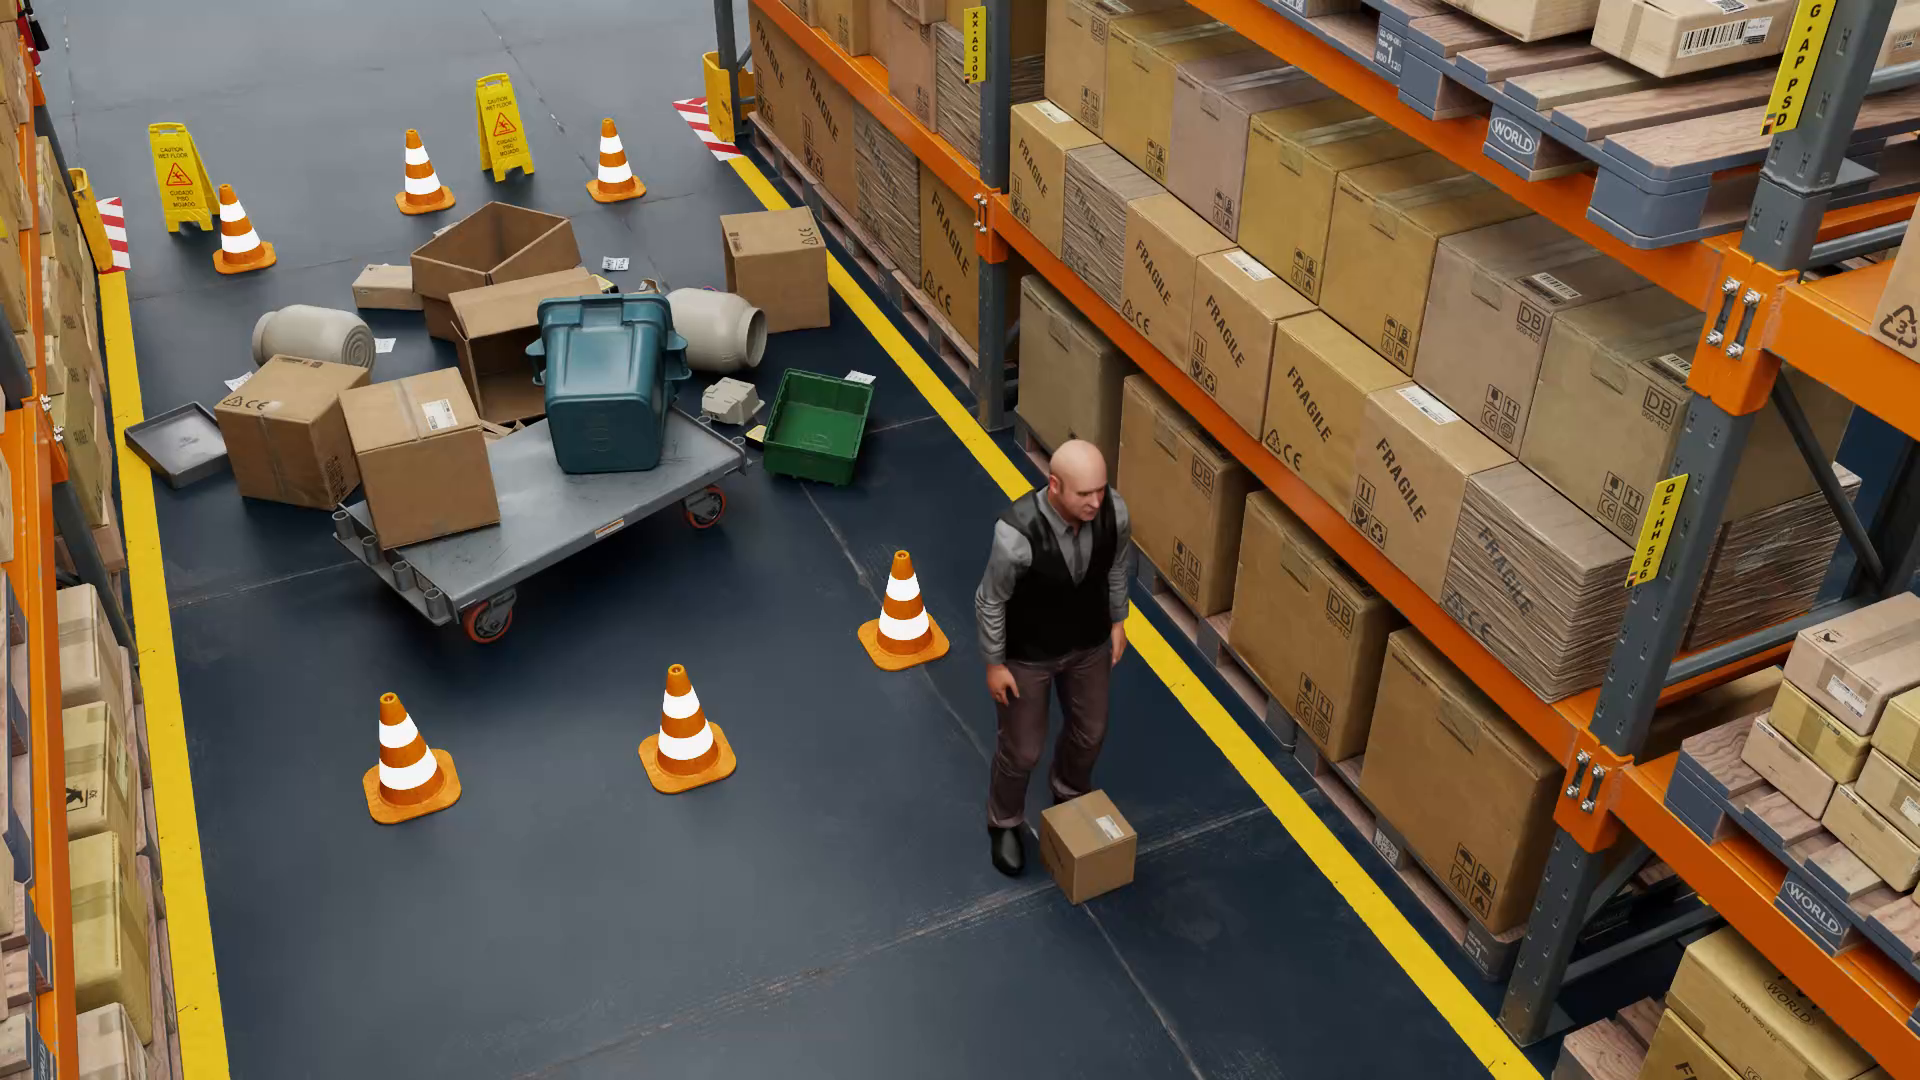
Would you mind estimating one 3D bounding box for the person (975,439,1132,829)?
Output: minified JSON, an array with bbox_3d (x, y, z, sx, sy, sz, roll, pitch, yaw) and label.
[{"bbox_3d":[0.314,0.373,5.715,0.576,1.560,0.410,-17,40,-22],"label":"person"}]
